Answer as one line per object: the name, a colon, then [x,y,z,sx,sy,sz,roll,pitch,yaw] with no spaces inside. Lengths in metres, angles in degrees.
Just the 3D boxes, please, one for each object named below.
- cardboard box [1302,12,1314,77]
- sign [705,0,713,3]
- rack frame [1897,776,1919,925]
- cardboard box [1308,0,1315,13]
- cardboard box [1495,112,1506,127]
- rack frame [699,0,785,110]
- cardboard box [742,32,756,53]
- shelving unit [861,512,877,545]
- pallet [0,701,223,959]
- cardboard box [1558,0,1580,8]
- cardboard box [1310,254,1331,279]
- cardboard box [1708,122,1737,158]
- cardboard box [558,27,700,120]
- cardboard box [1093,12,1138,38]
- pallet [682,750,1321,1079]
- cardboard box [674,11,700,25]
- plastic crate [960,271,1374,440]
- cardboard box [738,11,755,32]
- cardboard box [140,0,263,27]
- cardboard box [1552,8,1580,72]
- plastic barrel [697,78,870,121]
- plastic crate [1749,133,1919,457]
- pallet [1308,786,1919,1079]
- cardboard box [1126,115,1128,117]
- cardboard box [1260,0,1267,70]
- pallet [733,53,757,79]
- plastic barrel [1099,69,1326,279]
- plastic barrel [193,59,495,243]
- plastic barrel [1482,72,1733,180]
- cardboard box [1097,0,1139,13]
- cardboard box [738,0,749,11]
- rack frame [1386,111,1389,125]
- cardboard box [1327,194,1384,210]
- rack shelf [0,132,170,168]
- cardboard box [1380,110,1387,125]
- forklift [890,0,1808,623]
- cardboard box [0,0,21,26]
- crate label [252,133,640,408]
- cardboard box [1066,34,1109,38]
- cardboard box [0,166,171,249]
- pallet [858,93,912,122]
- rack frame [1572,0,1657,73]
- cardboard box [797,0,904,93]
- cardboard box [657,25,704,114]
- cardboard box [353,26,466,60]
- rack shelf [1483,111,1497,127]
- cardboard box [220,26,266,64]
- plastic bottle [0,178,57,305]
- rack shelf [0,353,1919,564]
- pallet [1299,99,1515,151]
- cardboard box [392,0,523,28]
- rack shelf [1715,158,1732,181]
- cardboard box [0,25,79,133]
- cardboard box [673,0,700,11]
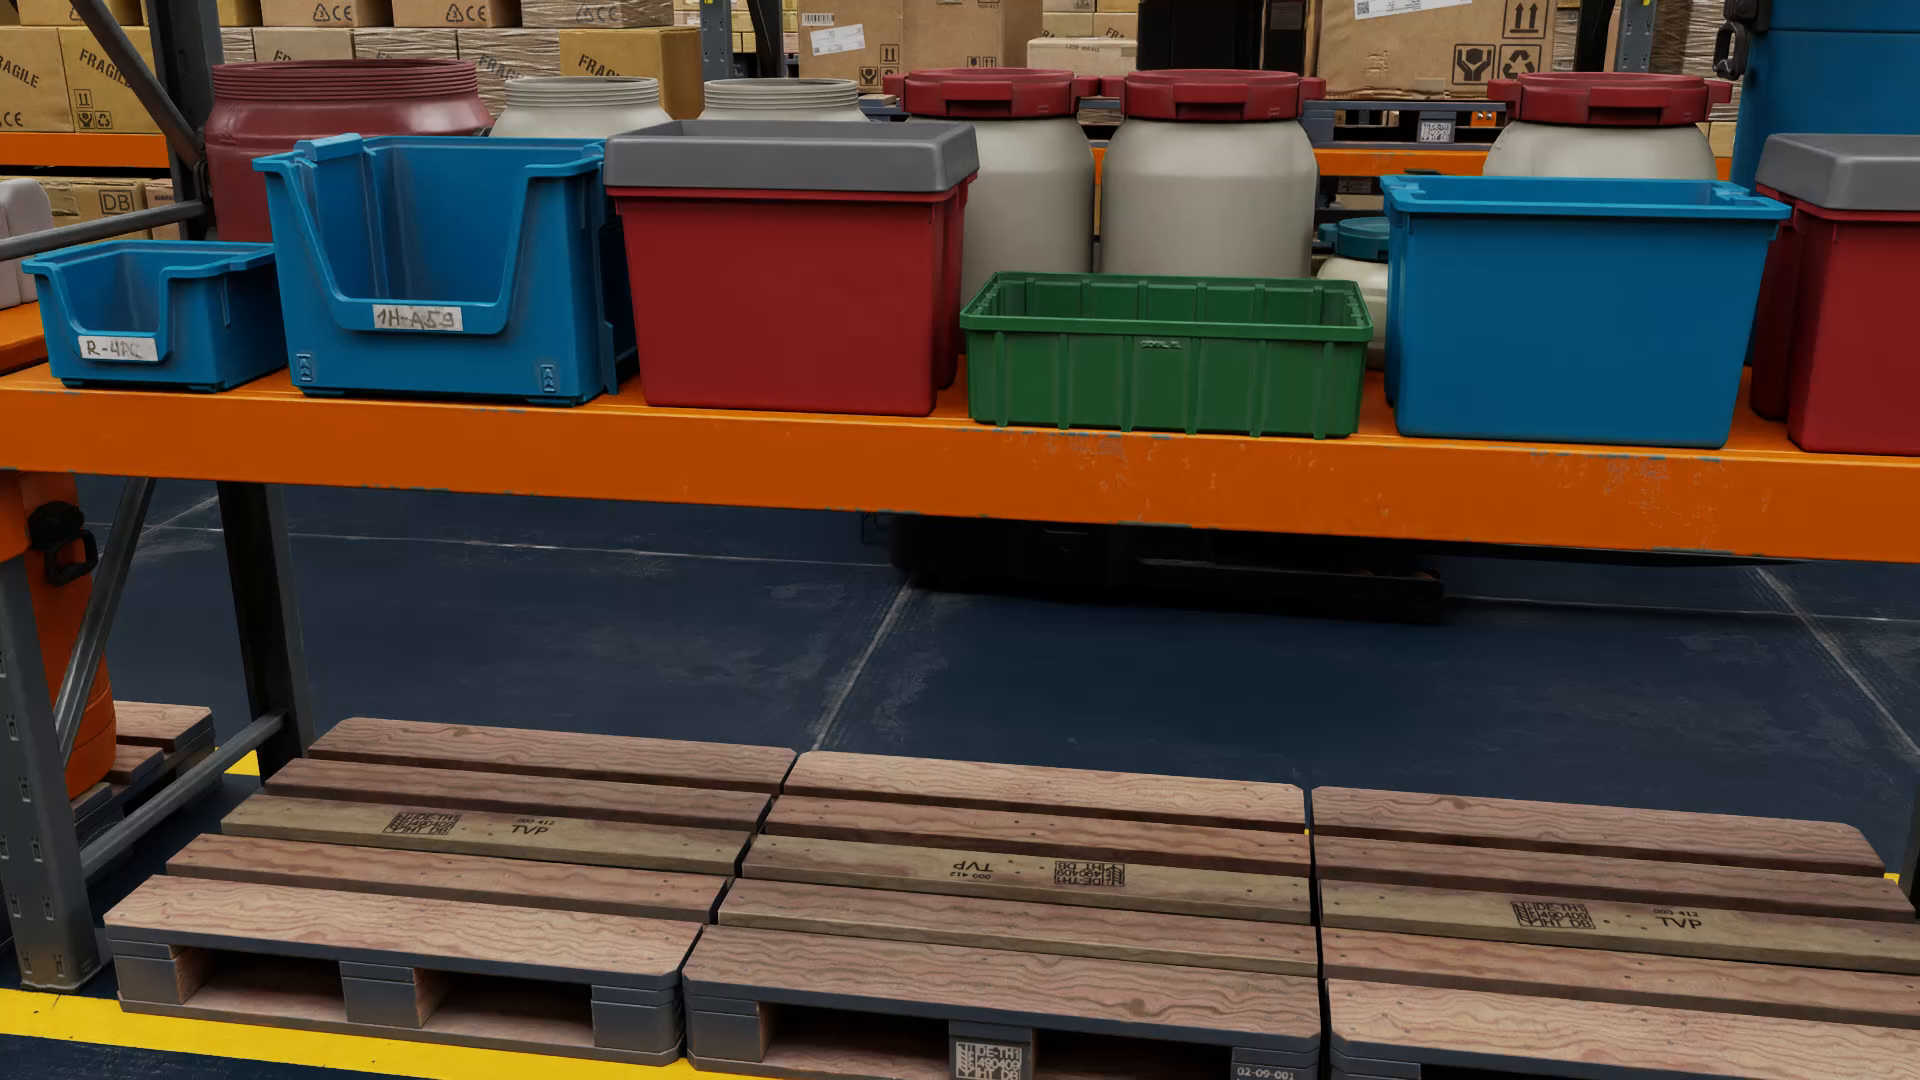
cardboard box: [2.739,-3.548,12.022,0.500,0.500,0.500,3,19,8]
sign: [-1.125,-2.560,7.402,0.005,0.325,0.100,3,19,9]
rack frame: [2.123,-0.432,2.867,0.127,3.000,1.000,3,19,9]
cardboard box: [2.796,-4.102,12.103,0.500,0.500,0.700,3,19,8]
cardboard box: [4.405,-2.670,12.244,0.875,0.875,0.875,3,19,9]
rack frame: [-1.040,-2.185,8.106,0.127,3.000,1.000,3,19,9]
cardboard box: [-1.458,-3.734,12.470,0.250,0.149,0.380,3,19,8]
shelving unit: [-0.257,-0.584,6.157,0.189,1.200,0.258,3,19,10]
pallet: [-2.611,0.662,3.990,1.213,0.211,1.003,3,19,9]
cardboard box: [4.154,-4.086,11.850,0.550,0.550,0.875,3,19,9]
cardboard box: [1.838,-1.074,8.033,0.500,0.500,0.700,3,19,8]
cardboard box: [3.318,-1.743,7.180,0.250,0.149,0.380,3,19,9]
cardboard box: [-1.567,-2.180,7.932,0.500,0.500,0.500,4,19,10]
cardboard box: [1.247,-3.624,12.249,0.500,0.500,0.500,3,19,9]
pallet: [0.134,0.802,3.572,1.213,0.211,1.003,3,19,9]
cardboard box: [-1.988,-3.901,12.501,0.250,0.149,0.380,3,19,10]
plastic crate: [0.359,-0.331,2.898,0.662,0.188,0.450,3,19,9]
cardboard box: [-1.485,-3.875,12.423,0.250,0.149,0.380,3,19,9]
cardboard box: [-3.682,-2.842,8.330,0.637,0.503,0.797,3,19,9]
cardboard box: [4.162,-3.589,12.065,0.550,0.550,0.875,3,19,9]
plastic barrel: [-0.361,-0.680,3.433,0.421,0.512,0.421,0,18,0]
plastic crate: [1.597,-0.391,2.643,0.583,0.464,0.402,3,19,9]
pallet: [1.342,0.863,3.391,1.213,0.211,1.003,3,19,9]
cardboard box: [2.575,-5.852,22.146,0.625,0.625,0.875,4,19,10]
cardboard box: [1.183,-2.290,7.596,0.637,0.503,0.797,5,19,14]
pallet: [-2.115,-3.730,13.025,1.213,0.211,1.003,3,19,9]
plastic barrel: [0.489,-0.650,3.305,0.433,0.535,0.433,0,18,0]
plastic barrel: [-1.320,-0.769,3.661,0.708,0.536,0.600,3,19,9]
plastic barrel: [1.214,-0.613,3.194,0.433,0.535,0.433,0,18,0]
cardboard box: [1.294,-4.179,12.334,0.500,0.500,0.700,3,19,8]
cardboard box: [-1.481,-4.016,12.374,0.250,0.149,0.380,3,19,10]
rack frame: [4.481,-5.088,16.783,0.127,3.000,1.000,3,19,9]
cardboard box: [3.168,-2.668,12.433,0.750,0.750,1.050,3,19,8]
rack shelf: [-3.015,-1.944,8.521,4.000,0.370,1.077,3,19,9]
cardboard box: [5.690,-5.411,21.418,0.500,0.250,0.500,3,19,9]
forklift: [1.321,-1.299,5.566,3.031,2.935,1.130,3,19,10]
cardboard box: [-5.422,-2.916,8.877,0.500,0.500,0.500,3,19,9]
crate label: [-0.888,-0.515,3.060,0.616,0.435,0.502,3,19,9]
cardboard box: [0.649,-2.321,8.063,0.258,0.266,0.396,2,19,7]
cardboard box: [-4.355,-1.552,8.901,0.875,0.875,1.225,3,19,9]
pallet: [-0.320,-2.092,8.129,1.003,0.211,1.213,3,19,9]
rack frame: [2.909,-1.984,7.504,0.127,3.000,1.000,3,19,9]
cardboard box: [-0.501,-2.417,7.980,0.500,0.500,0.500,1,19,2]
cardboard box: [-1.477,-2.342,8.418,0.500,0.500,0.500,3,19,10]
cardboard box: [-2.571,-2.232,8.088,0.500,0.500,0.500,2,19,7]
rack shelf: [5.770,-3.091,11.947,4.000,0.370,1.077,3,19,9]
cardboard box: [-3.585,-2.282,8.238,0.500,0.500,0.500,2,19,7]
plastic bottle: [-2.202,-0.697,3.856,0.135,0.276,0.152,3,19,9]
rack shelf: [0.149,-0.191,3.282,4.000,0.370,1.077,3,19,9]
pallet: [2.177,-1.977,7.786,1.213,0.211,1.003,3,19,9]
cardboard box: [-2.403,-2.784,8.157,0.637,0.503,0.797,3,19,10]
rack shelf: [4.884,-1.542,7.318,4.000,0.370,1.077,3,19,9]
cardboard box: [-4.575,-2.332,8.389,0.500,0.500,0.500,3,19,9]
cardboard box: [-1.987,-4.043,12.455,0.250,0.149,0.380,4,19,11]
